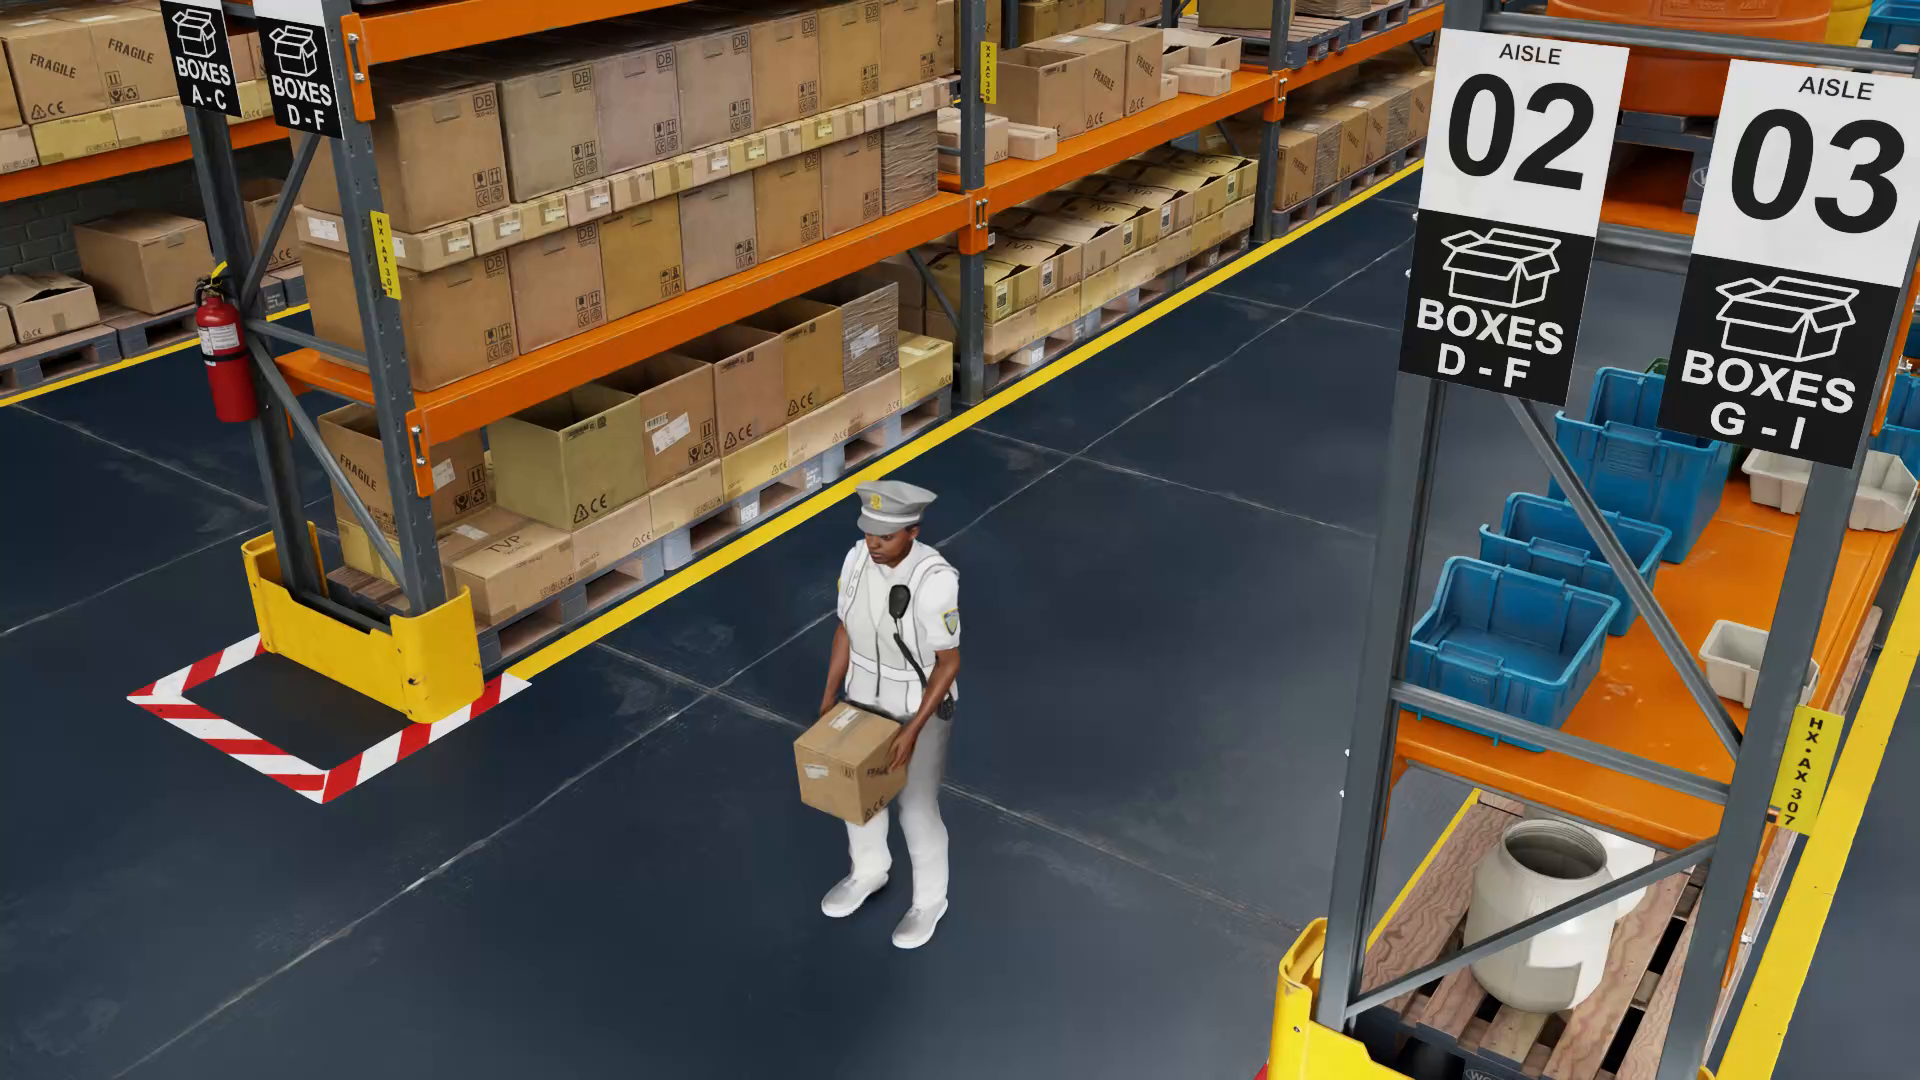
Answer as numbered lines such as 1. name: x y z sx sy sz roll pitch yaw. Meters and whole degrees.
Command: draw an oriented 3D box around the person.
1. person: -0.227 0.563 5.492 0.481 1.682 0.415 17 32 29
